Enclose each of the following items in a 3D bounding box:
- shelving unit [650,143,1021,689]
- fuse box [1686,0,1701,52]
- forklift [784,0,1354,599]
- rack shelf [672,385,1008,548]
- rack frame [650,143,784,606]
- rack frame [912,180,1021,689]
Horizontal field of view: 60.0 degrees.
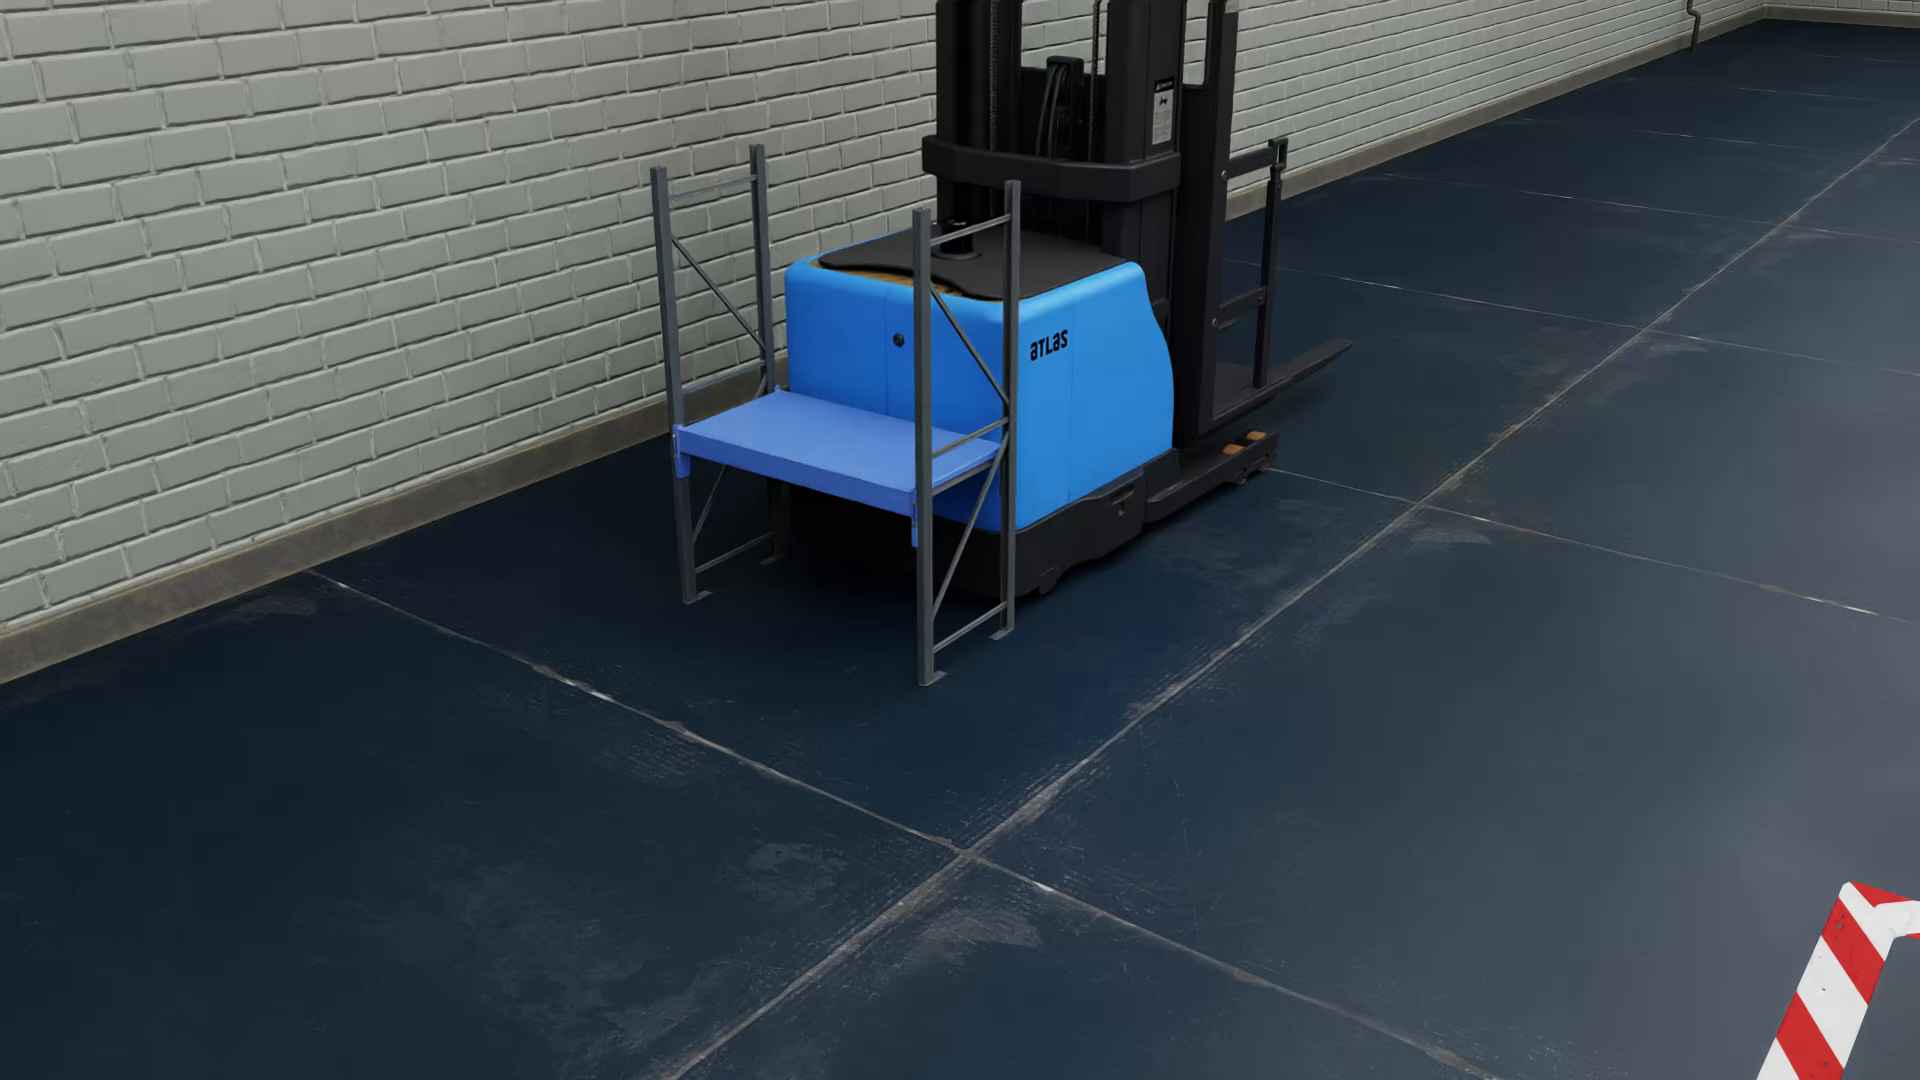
[{"bbox_3d":[-0.389,-0.426,5.357,1.048,1.500,0.538,16,28,32],"label":"shelving unit"},{"bbox_3d":[8.292,-6.288,18.400,0.414,1.711,0.539,17,29,33],"label":"fuse box"},{"bbox_3d":[0.667,-1.672,6.409,1.130,2.935,3.031,17,29,34],"label":"forklift"},{"bbox_3d":[-0.389,-0.262,5.430,1.000,0.185,0.538,16,28,32],"label":"rack shelf"},{"bbox_3d":[-0.803,-0.545,5.627,0.032,1.500,0.500,16,28,32],"label":"rack frame"},{"bbox_3d":[0.025,-0.307,5.087,0.032,1.500,0.500,16,28,32],"label":"rack frame"}]
